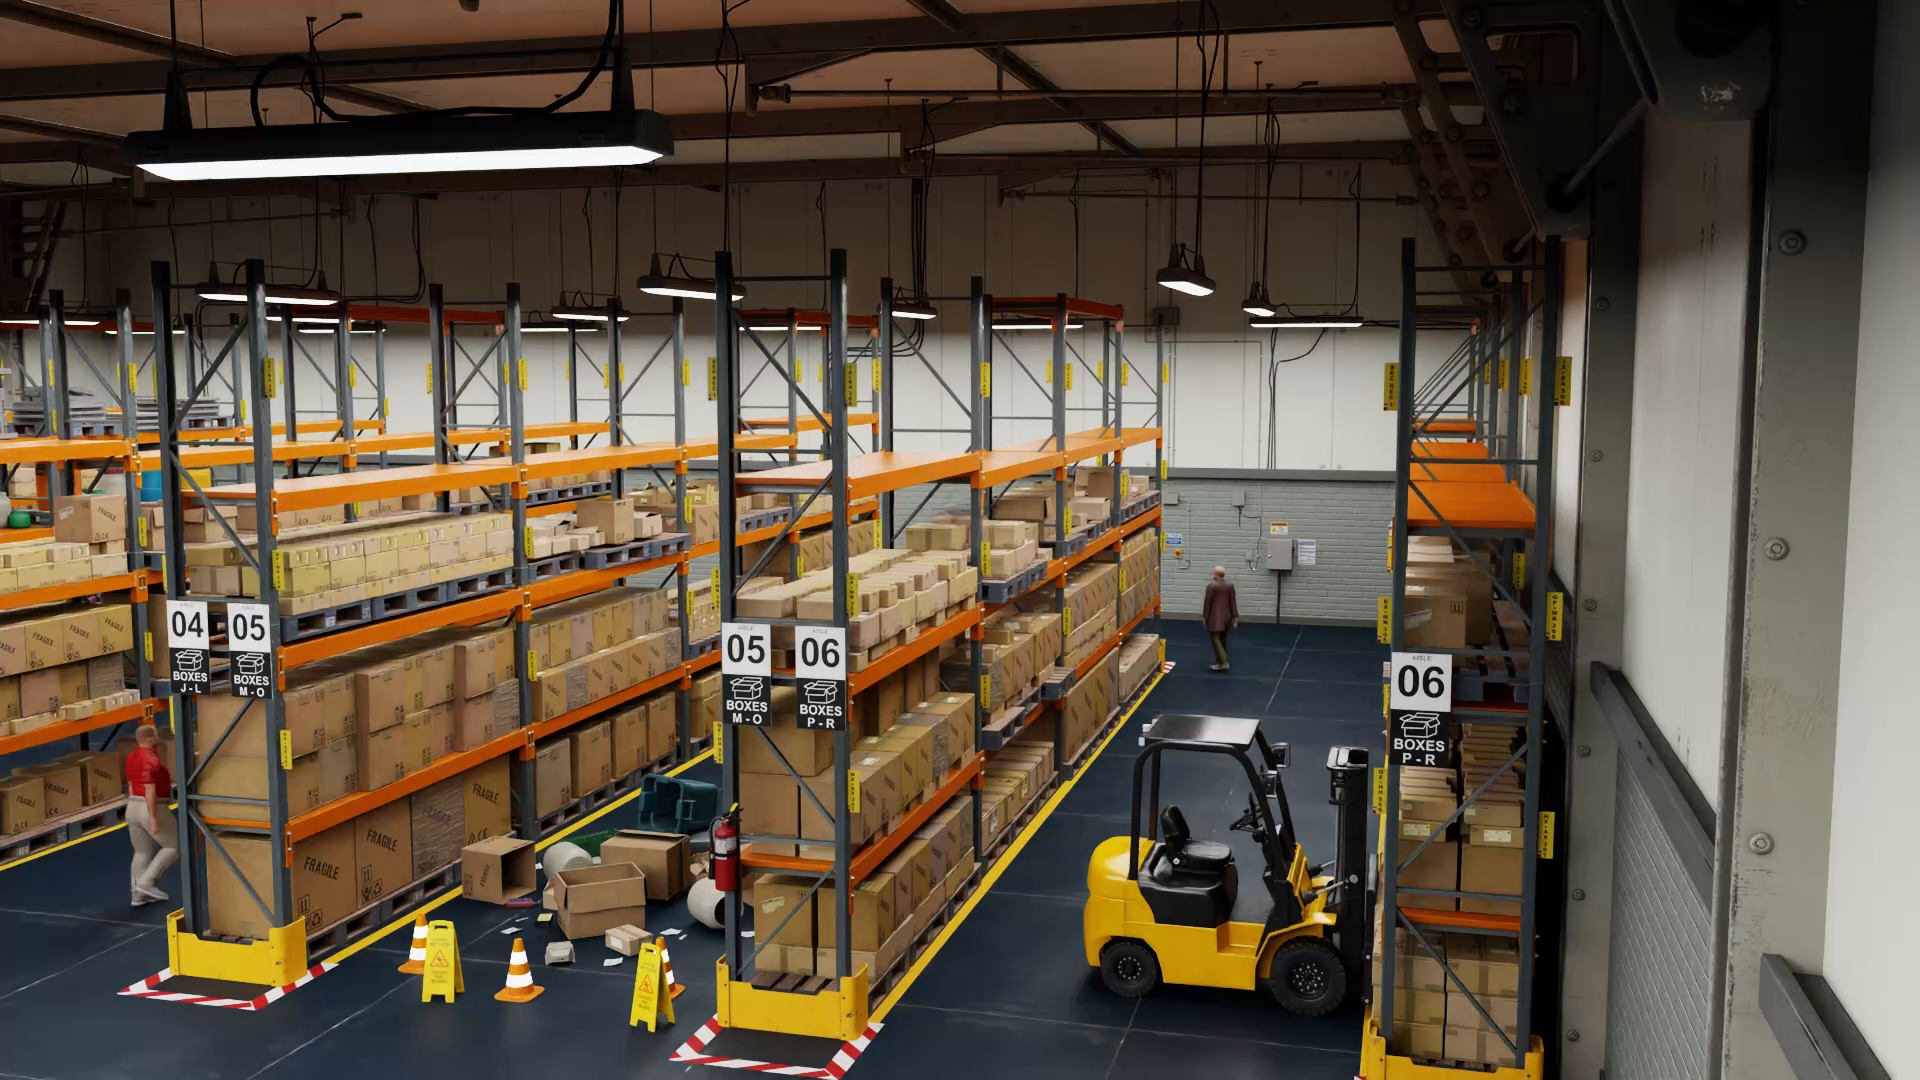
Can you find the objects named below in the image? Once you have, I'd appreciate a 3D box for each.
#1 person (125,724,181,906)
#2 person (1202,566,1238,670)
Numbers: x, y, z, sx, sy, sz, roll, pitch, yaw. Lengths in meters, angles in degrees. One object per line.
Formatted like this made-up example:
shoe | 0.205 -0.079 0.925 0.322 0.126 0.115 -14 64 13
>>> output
person | -7.780 2.628 15.894 0.598 1.715 0.483 3 7 24
person | 4.400 1.311 28.257 0.640 1.758 0.910 -2 6 -20
